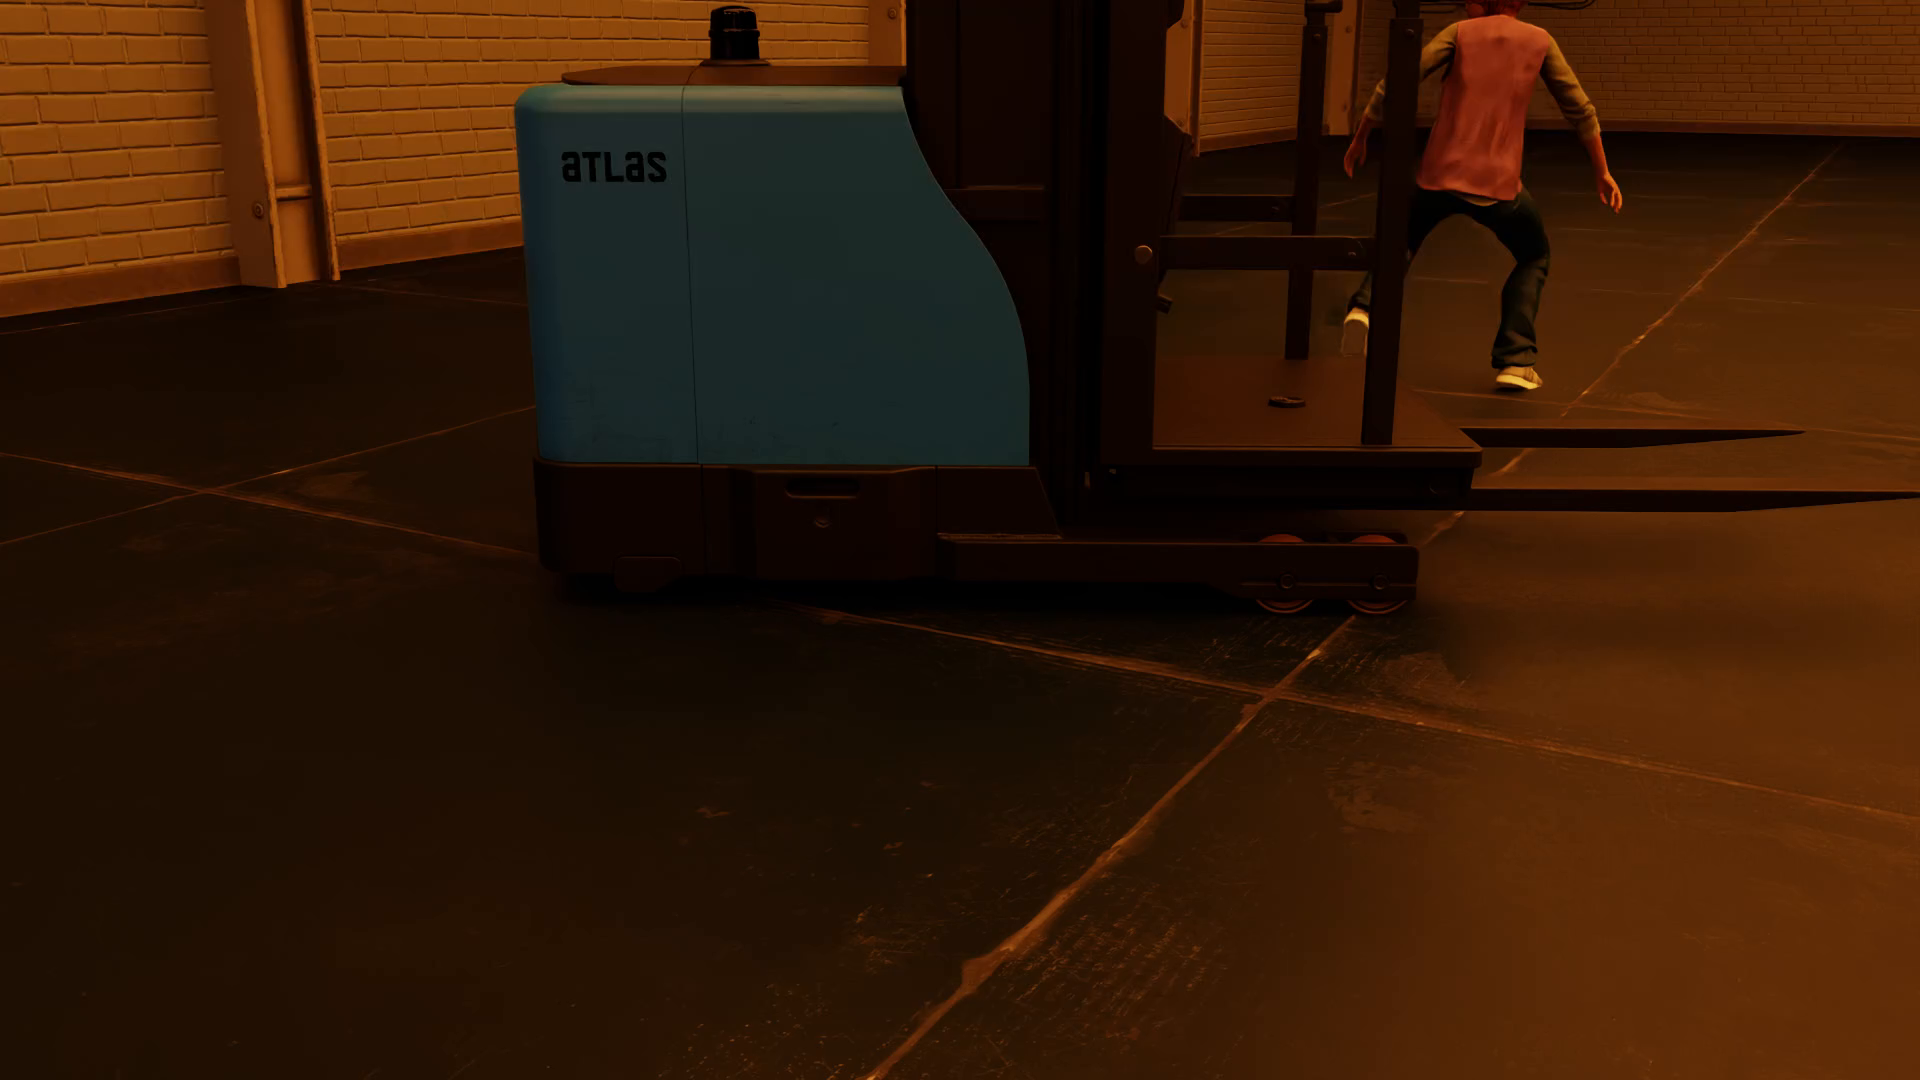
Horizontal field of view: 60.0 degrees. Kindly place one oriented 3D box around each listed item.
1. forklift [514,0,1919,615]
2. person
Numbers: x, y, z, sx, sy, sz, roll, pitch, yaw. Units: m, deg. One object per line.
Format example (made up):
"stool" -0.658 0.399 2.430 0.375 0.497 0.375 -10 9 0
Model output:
"forklift" 0.610 -1.401 3.611 3.031 2.935 1.130 0 16 1
"person" 1.787 -1.231 5.710 0.925 1.479 0.461 6 17 19
